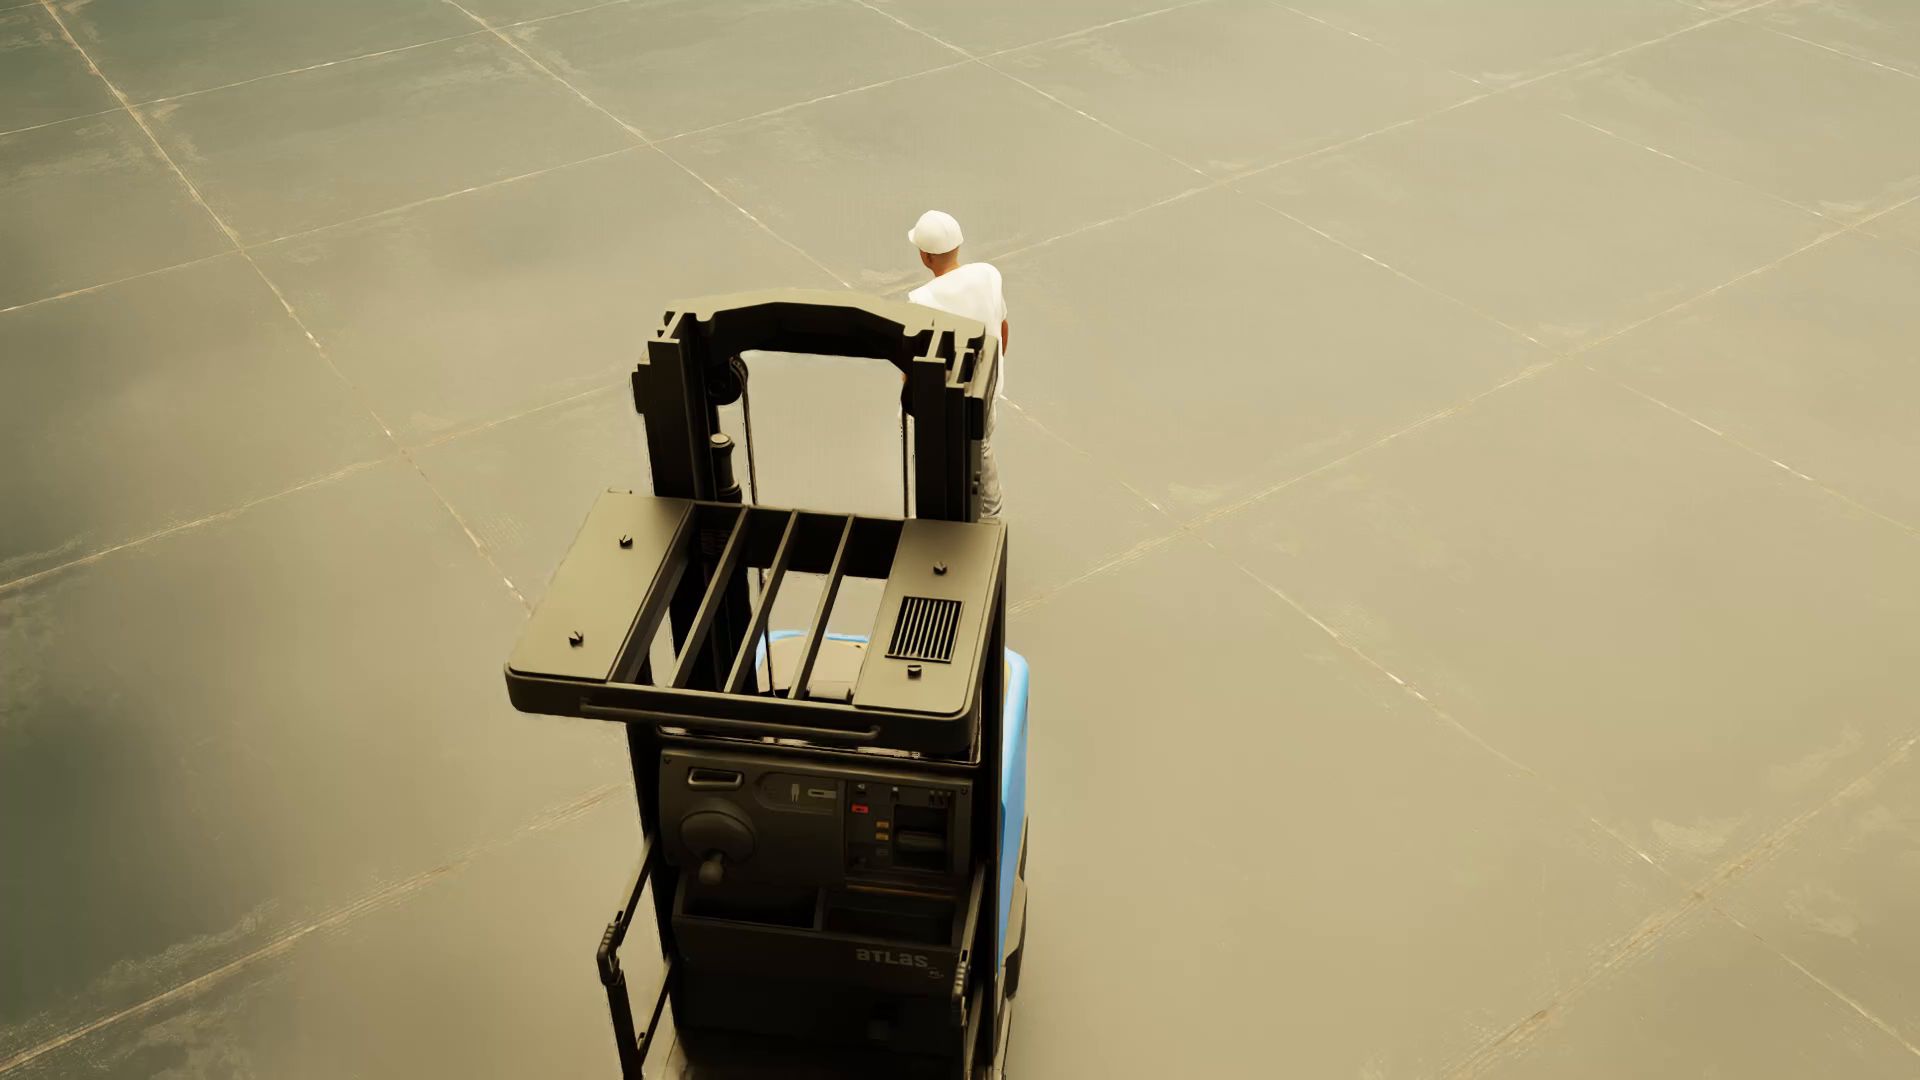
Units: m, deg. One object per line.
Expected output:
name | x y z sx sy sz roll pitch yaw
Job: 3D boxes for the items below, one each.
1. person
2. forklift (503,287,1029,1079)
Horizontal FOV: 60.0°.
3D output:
person | -0.037 -0.724 7.901 0.620 1.773 0.449 -26 44 -30
forklift | -0.456 0.910 4.714 1.130 2.935 3.031 5 37 7
